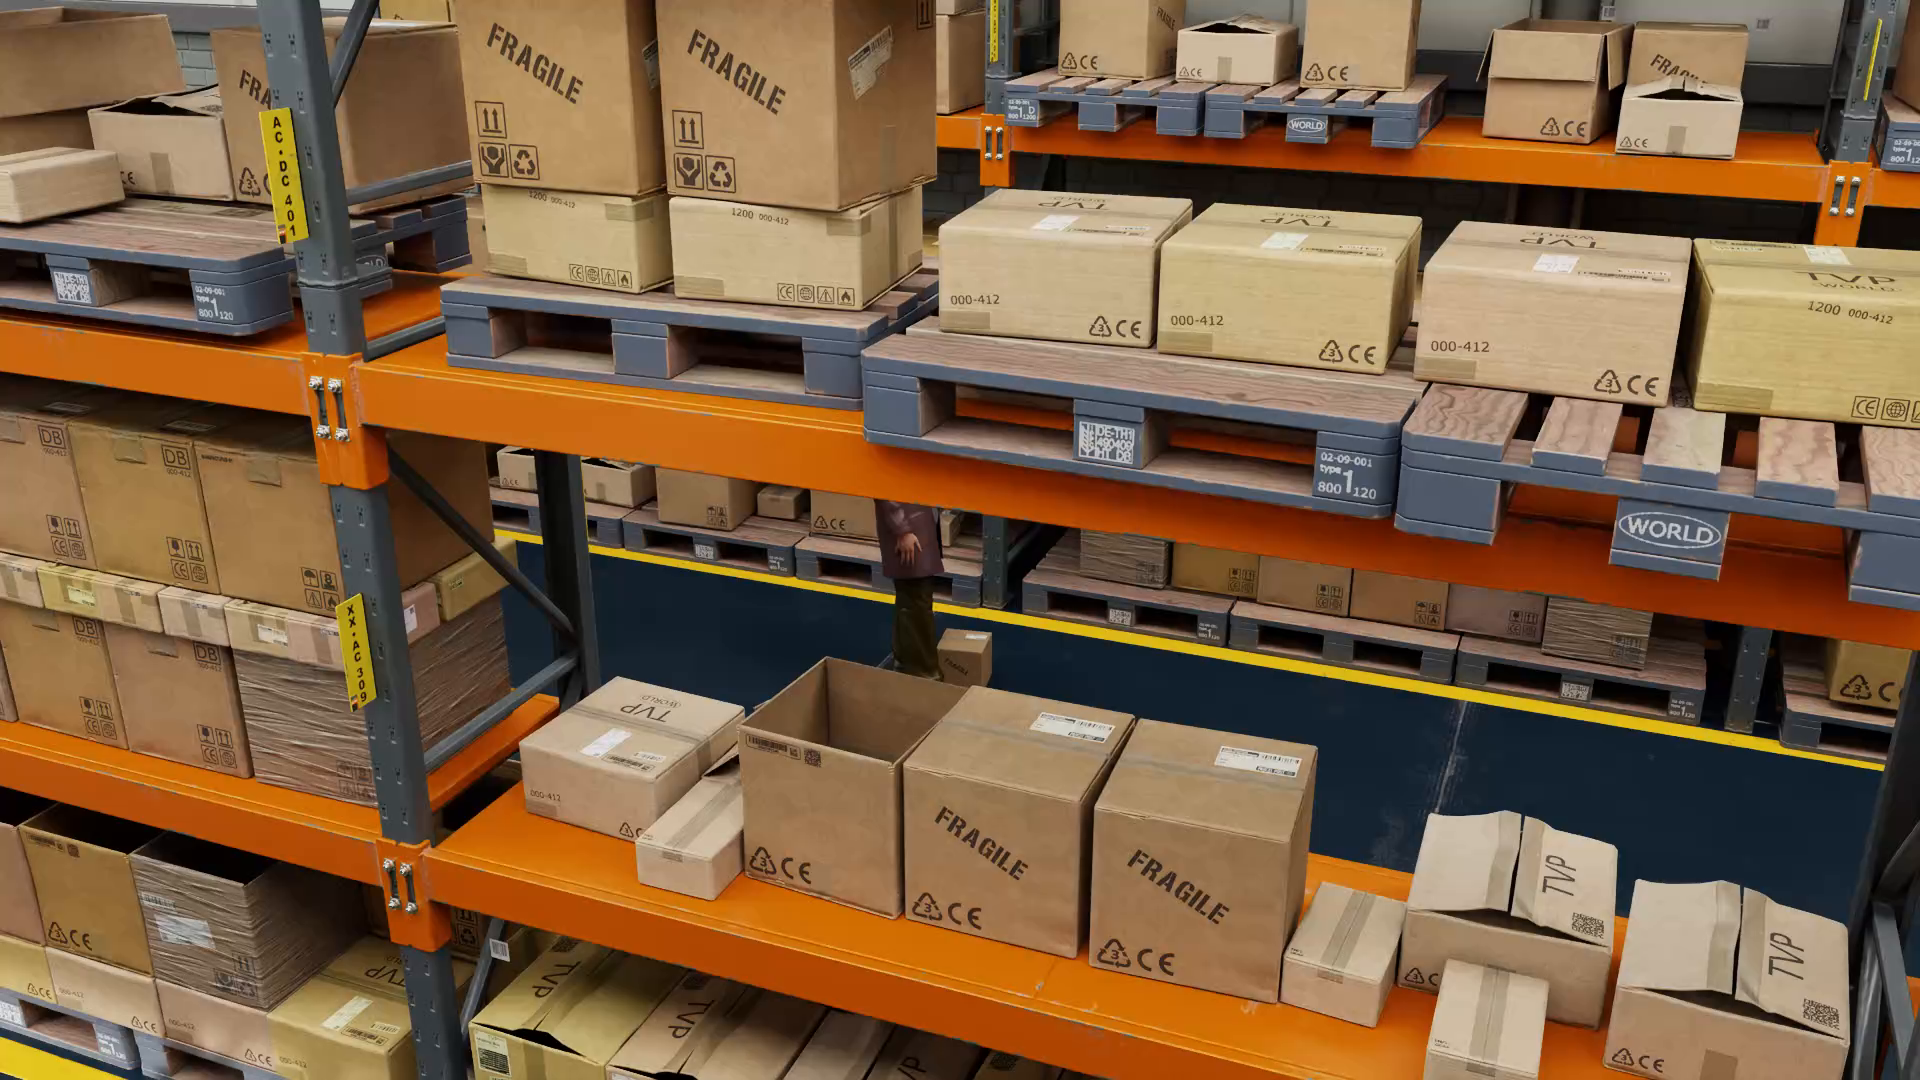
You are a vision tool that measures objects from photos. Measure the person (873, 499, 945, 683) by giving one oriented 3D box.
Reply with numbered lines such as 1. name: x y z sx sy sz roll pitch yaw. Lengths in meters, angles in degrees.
1. person: -0.171 -0.077 8.509 0.582 1.775 0.697 4 22 10
